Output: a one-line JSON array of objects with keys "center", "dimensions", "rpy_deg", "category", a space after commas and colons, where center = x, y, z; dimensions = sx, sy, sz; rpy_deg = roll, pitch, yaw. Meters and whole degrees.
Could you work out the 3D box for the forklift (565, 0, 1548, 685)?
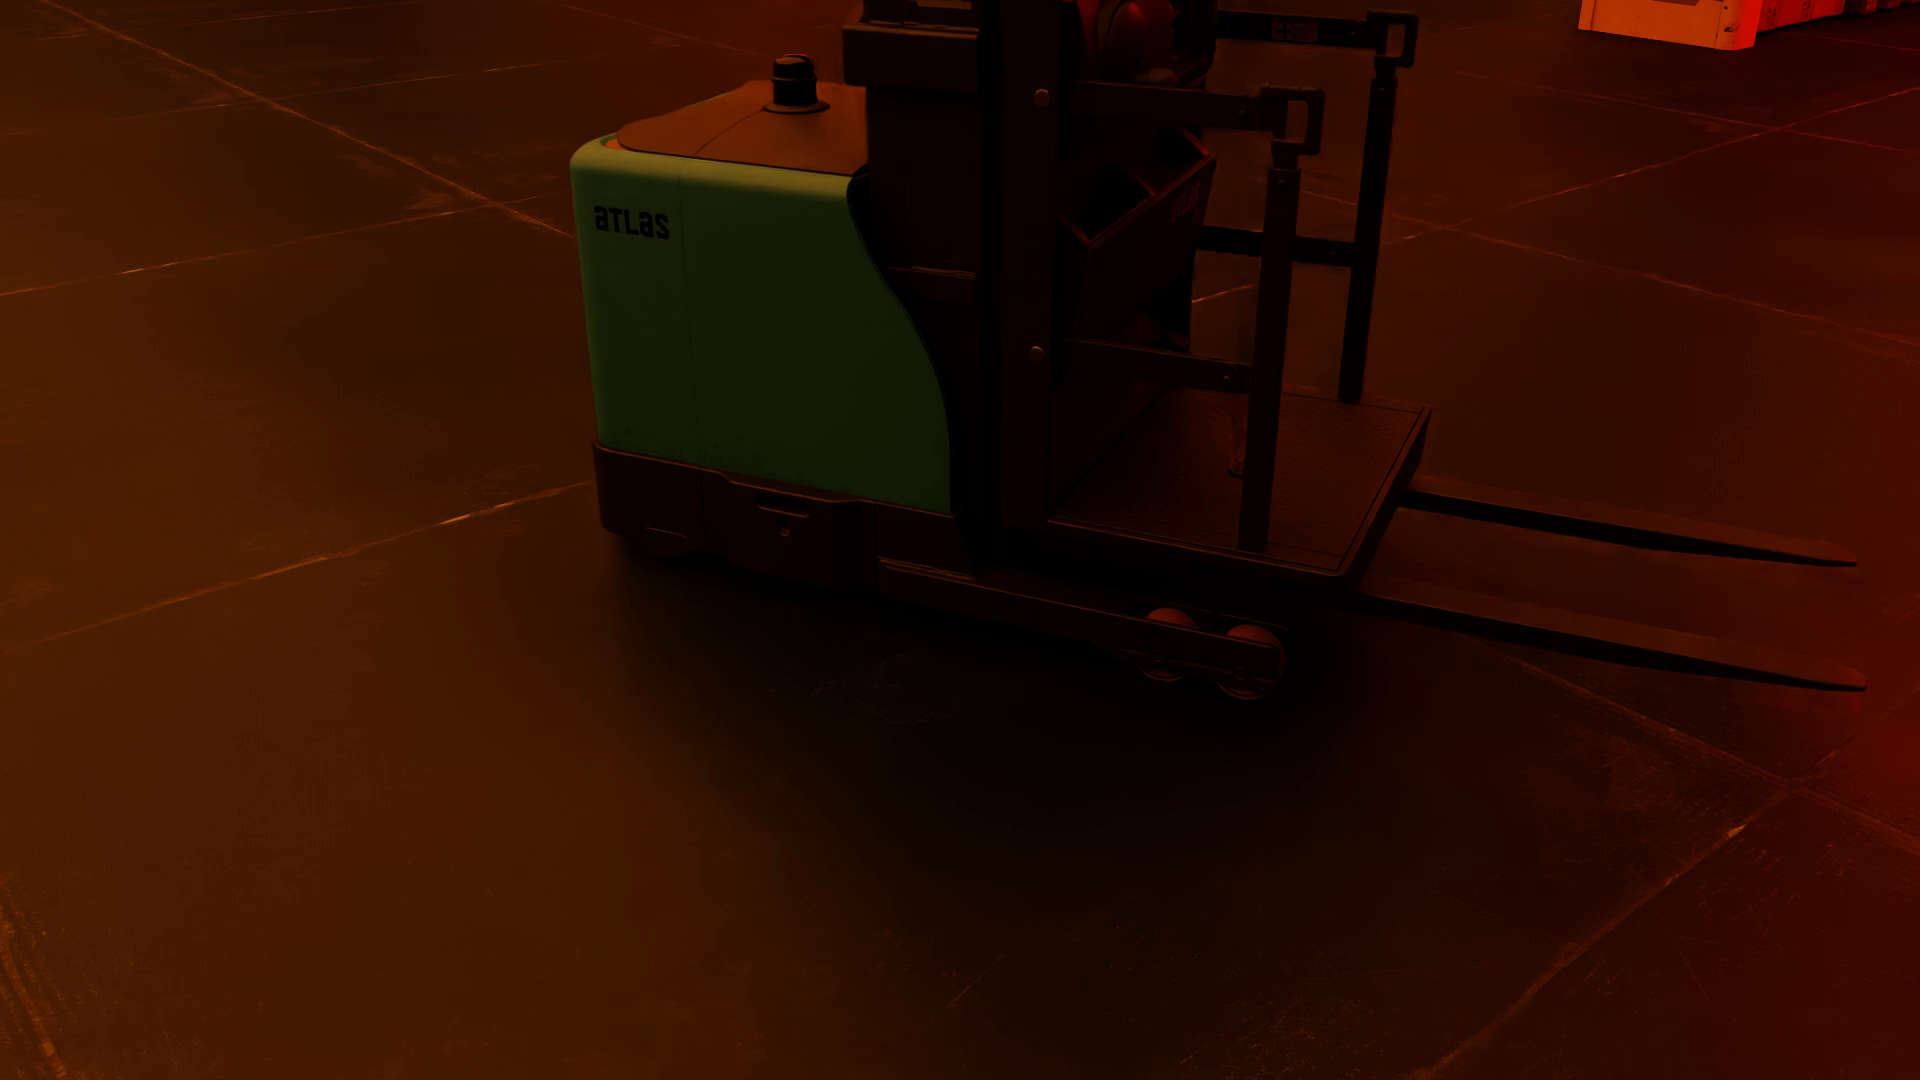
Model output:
[{"center": [0.519, -1.508, 4.243], "dimensions": [3.031, 2.935, 1.130], "rpy_deg": [-19, 32, -34], "category": "forklift"}]
